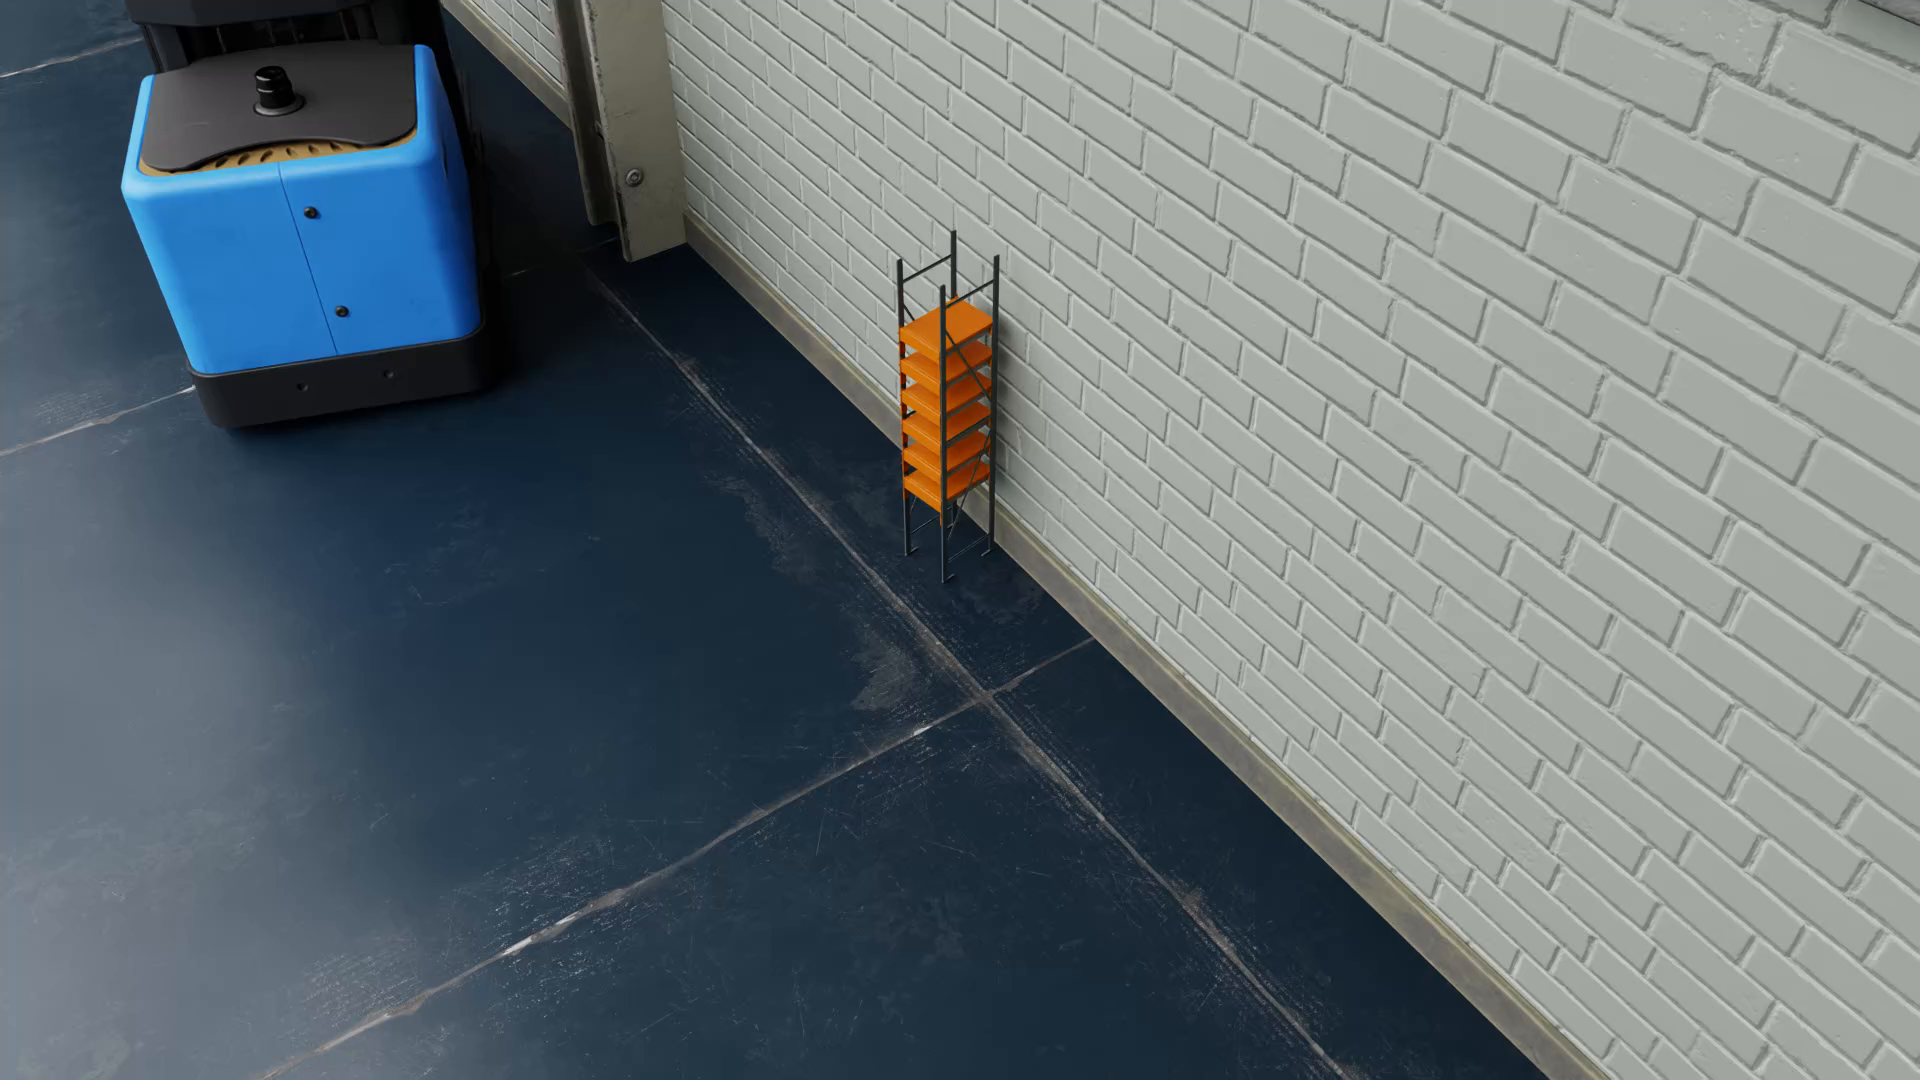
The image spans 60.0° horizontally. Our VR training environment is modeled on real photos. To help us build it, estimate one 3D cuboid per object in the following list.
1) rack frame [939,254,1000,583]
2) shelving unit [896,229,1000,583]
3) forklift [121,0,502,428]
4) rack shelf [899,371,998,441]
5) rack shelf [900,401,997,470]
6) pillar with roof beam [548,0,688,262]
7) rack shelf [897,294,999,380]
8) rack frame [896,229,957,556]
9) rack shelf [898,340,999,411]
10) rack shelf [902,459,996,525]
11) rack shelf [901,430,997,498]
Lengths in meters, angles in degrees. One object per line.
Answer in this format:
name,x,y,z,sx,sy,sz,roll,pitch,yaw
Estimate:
rack frame,0.028,-0.348,5.244,0.240,1.200,0.006,-34,53,-30
shelving unit,-0.035,-0.393,5.292,0.258,1.200,0.189,-34,53,-30
forklift,-2.617,-2.502,6.249,1.130,2.935,3.031,-10,45,-10
rack shelf,-0.035,-0.448,5.240,0.258,0.103,0.180,-34,53,-30
rack shelf,-0.035,-0.361,5.323,0.258,0.103,0.180,-34,53,-30
pillar with roof beam,-4.904,-2.889,2.259,9.100,9.000,0.400,-26,49,-24
rack shelf,-0.035,-0.622,5.075,0.258,0.103,0.180,-34,53,-30
rack frame,-0.099,-0.438,5.340,0.240,1.200,0.006,-34,53,-30
rack shelf,-0.035,-0.535,5.157,0.258,0.103,0.180,-34,53,-30
rack shelf,-0.035,-0.187,5.488,0.258,0.103,0.180,-34,53,-30
rack shelf,-0.035,-0.274,5.405,0.258,0.103,0.180,-34,53,-30
